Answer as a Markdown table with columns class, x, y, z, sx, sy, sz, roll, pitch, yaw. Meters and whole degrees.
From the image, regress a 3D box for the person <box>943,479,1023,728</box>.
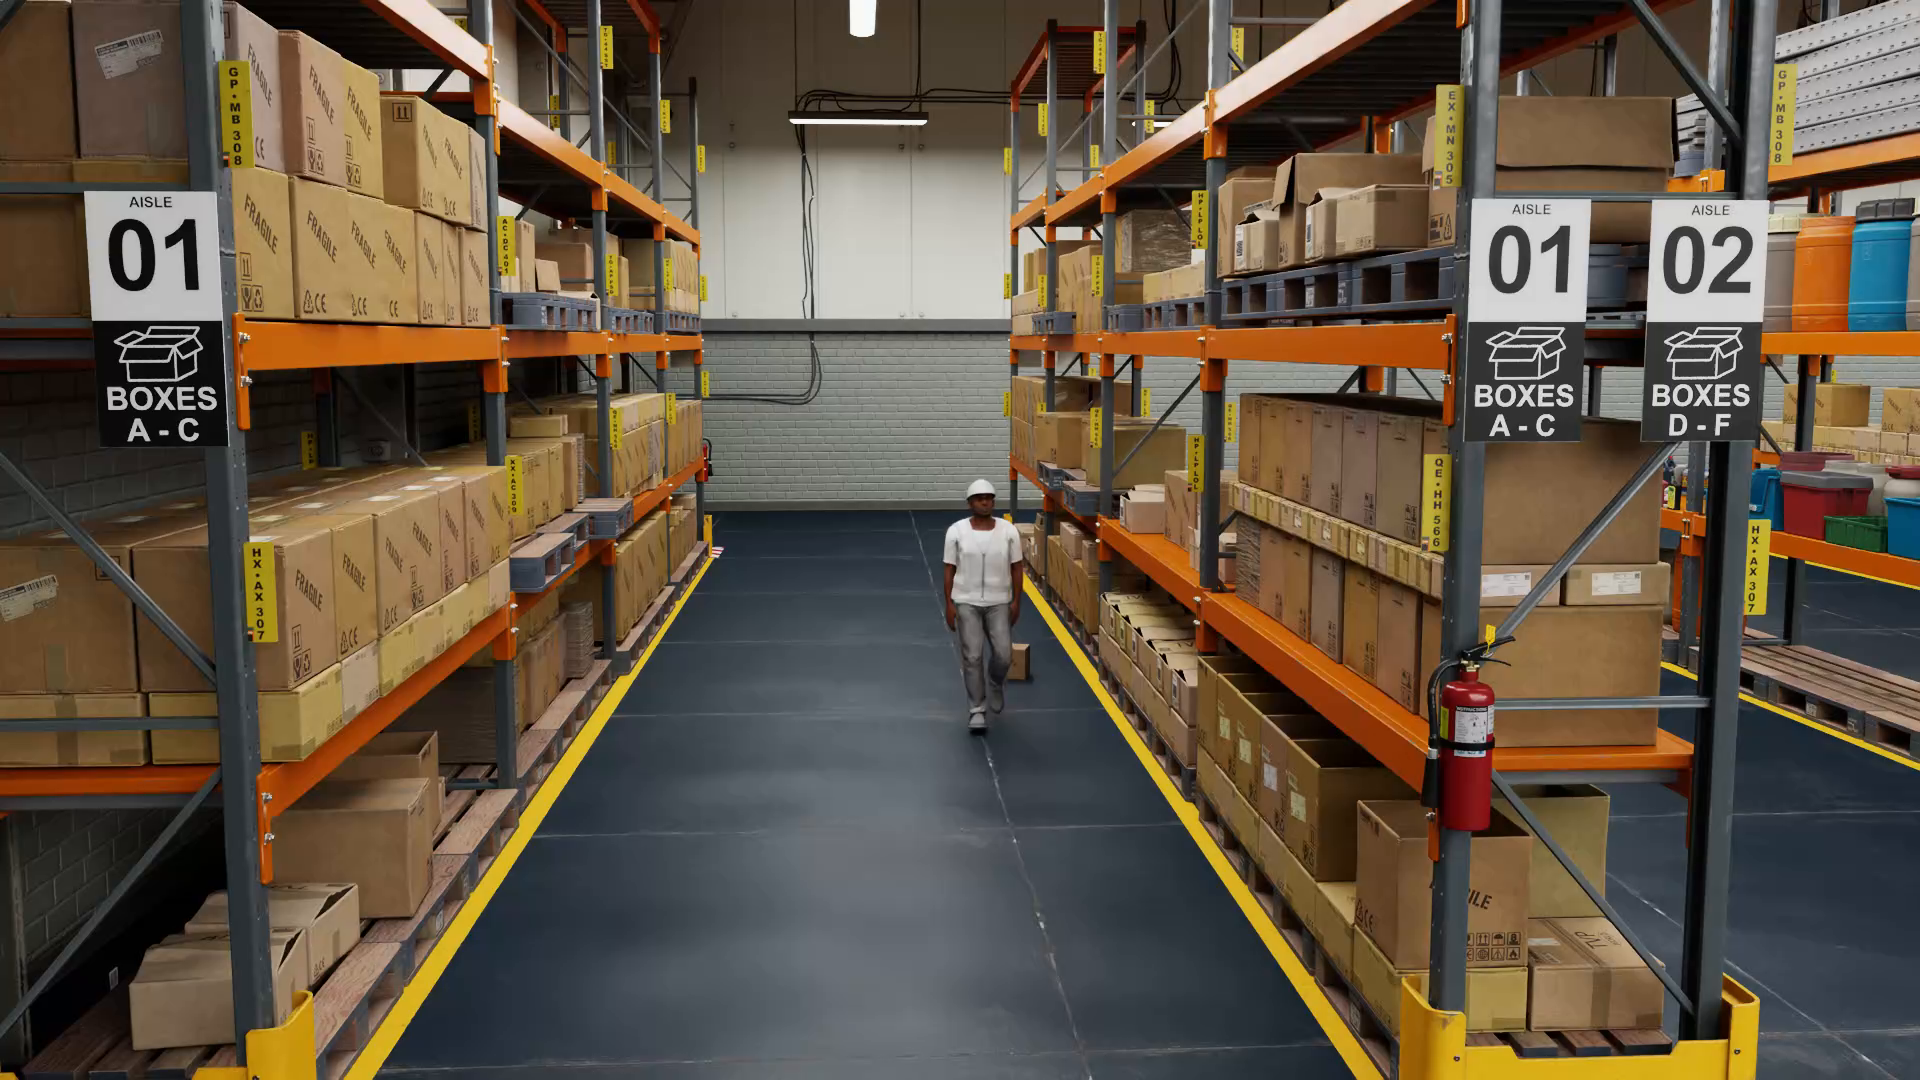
| class | x | y | z | sx | sy | sz | roll | pitch | yaw |
| --- | --- | --- | --- | --- | --- | --- | --- | --- | --- |
| person | 0.164 | 0.444 | 11.786 | 0.567 | 1.755 | 0.579 | 0 | 7 | -2 |
